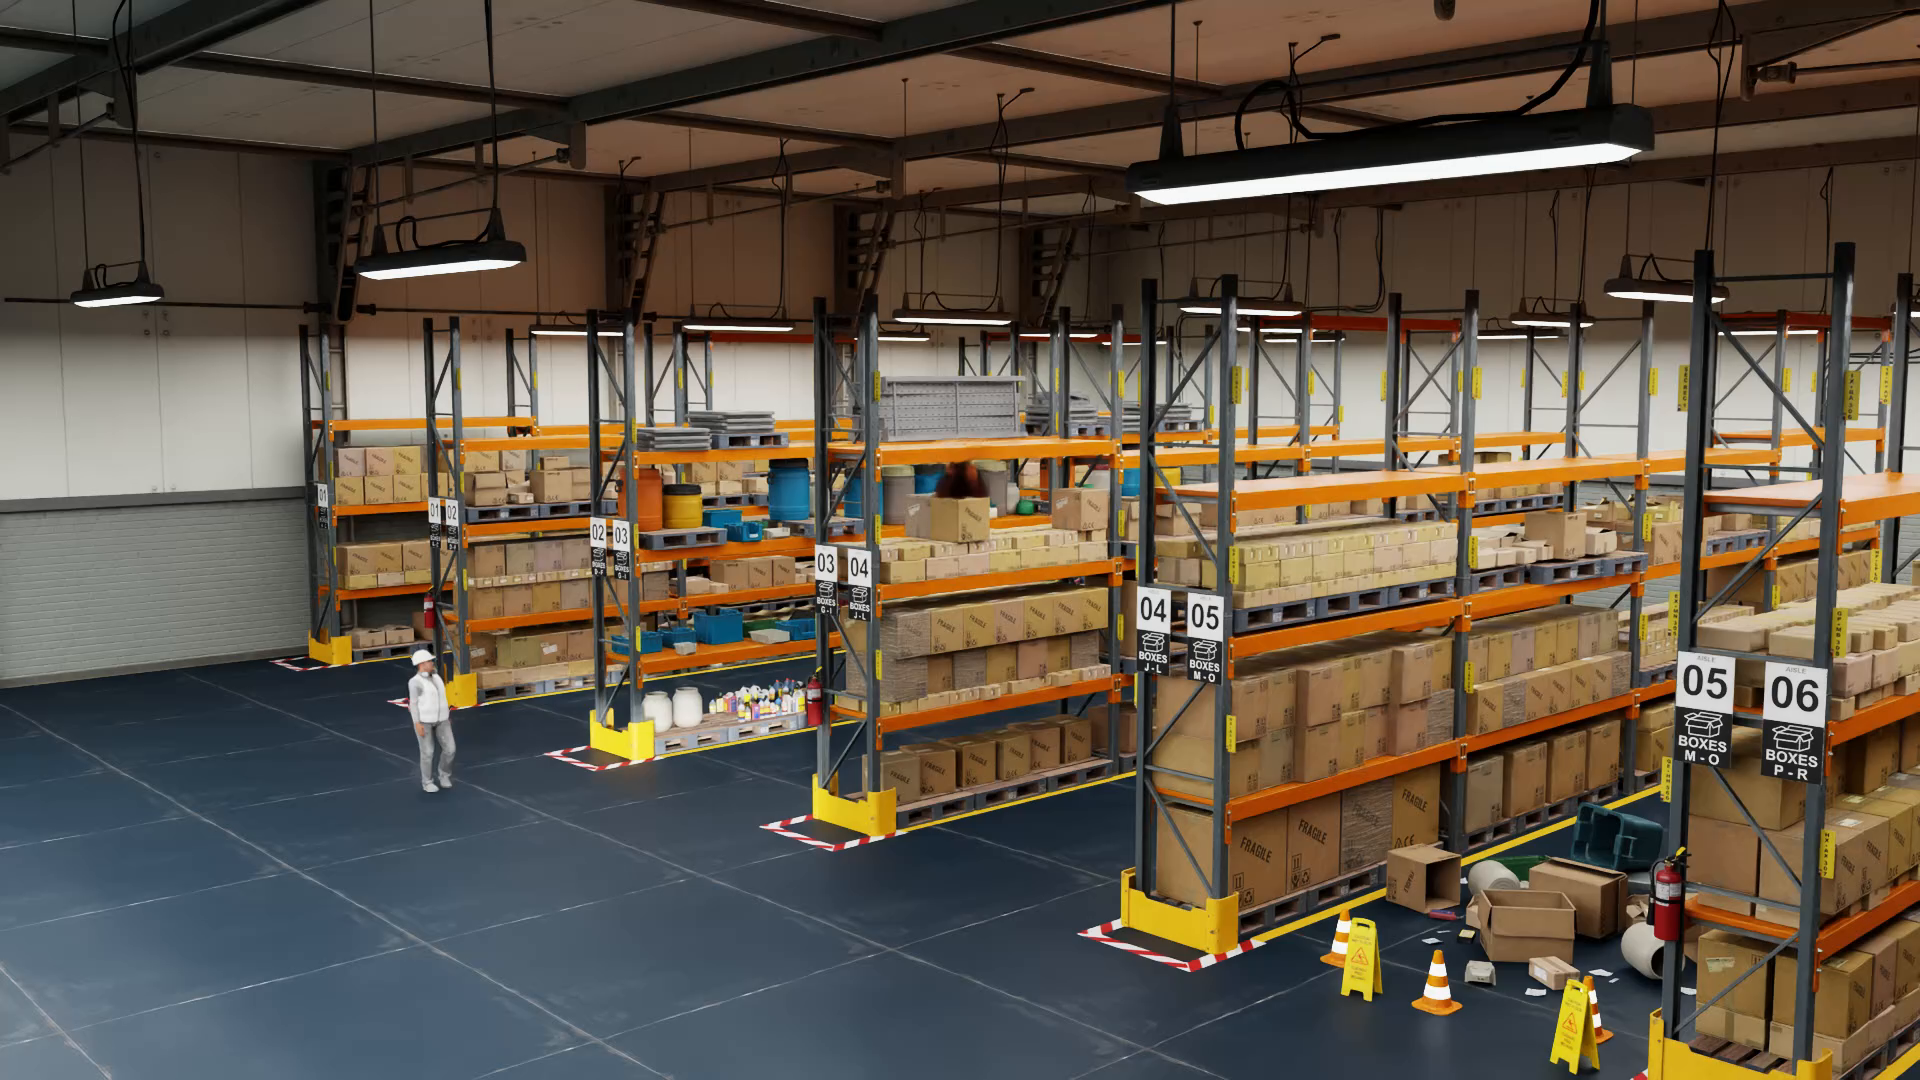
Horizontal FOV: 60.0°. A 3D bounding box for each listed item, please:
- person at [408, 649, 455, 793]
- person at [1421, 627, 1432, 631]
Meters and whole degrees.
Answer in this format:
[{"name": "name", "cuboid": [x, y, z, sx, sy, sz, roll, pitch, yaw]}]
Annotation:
[{"name": "person", "cuboid": [-6.534, 2.233, 20.534, 0.458, 1.778, 0.575, 5, 8, 43]}, {"name": "person", "cuboid": [6.515, 2.008, 23.241, 0.533, 1.618, 0.647, 6, 8, 44]}]
